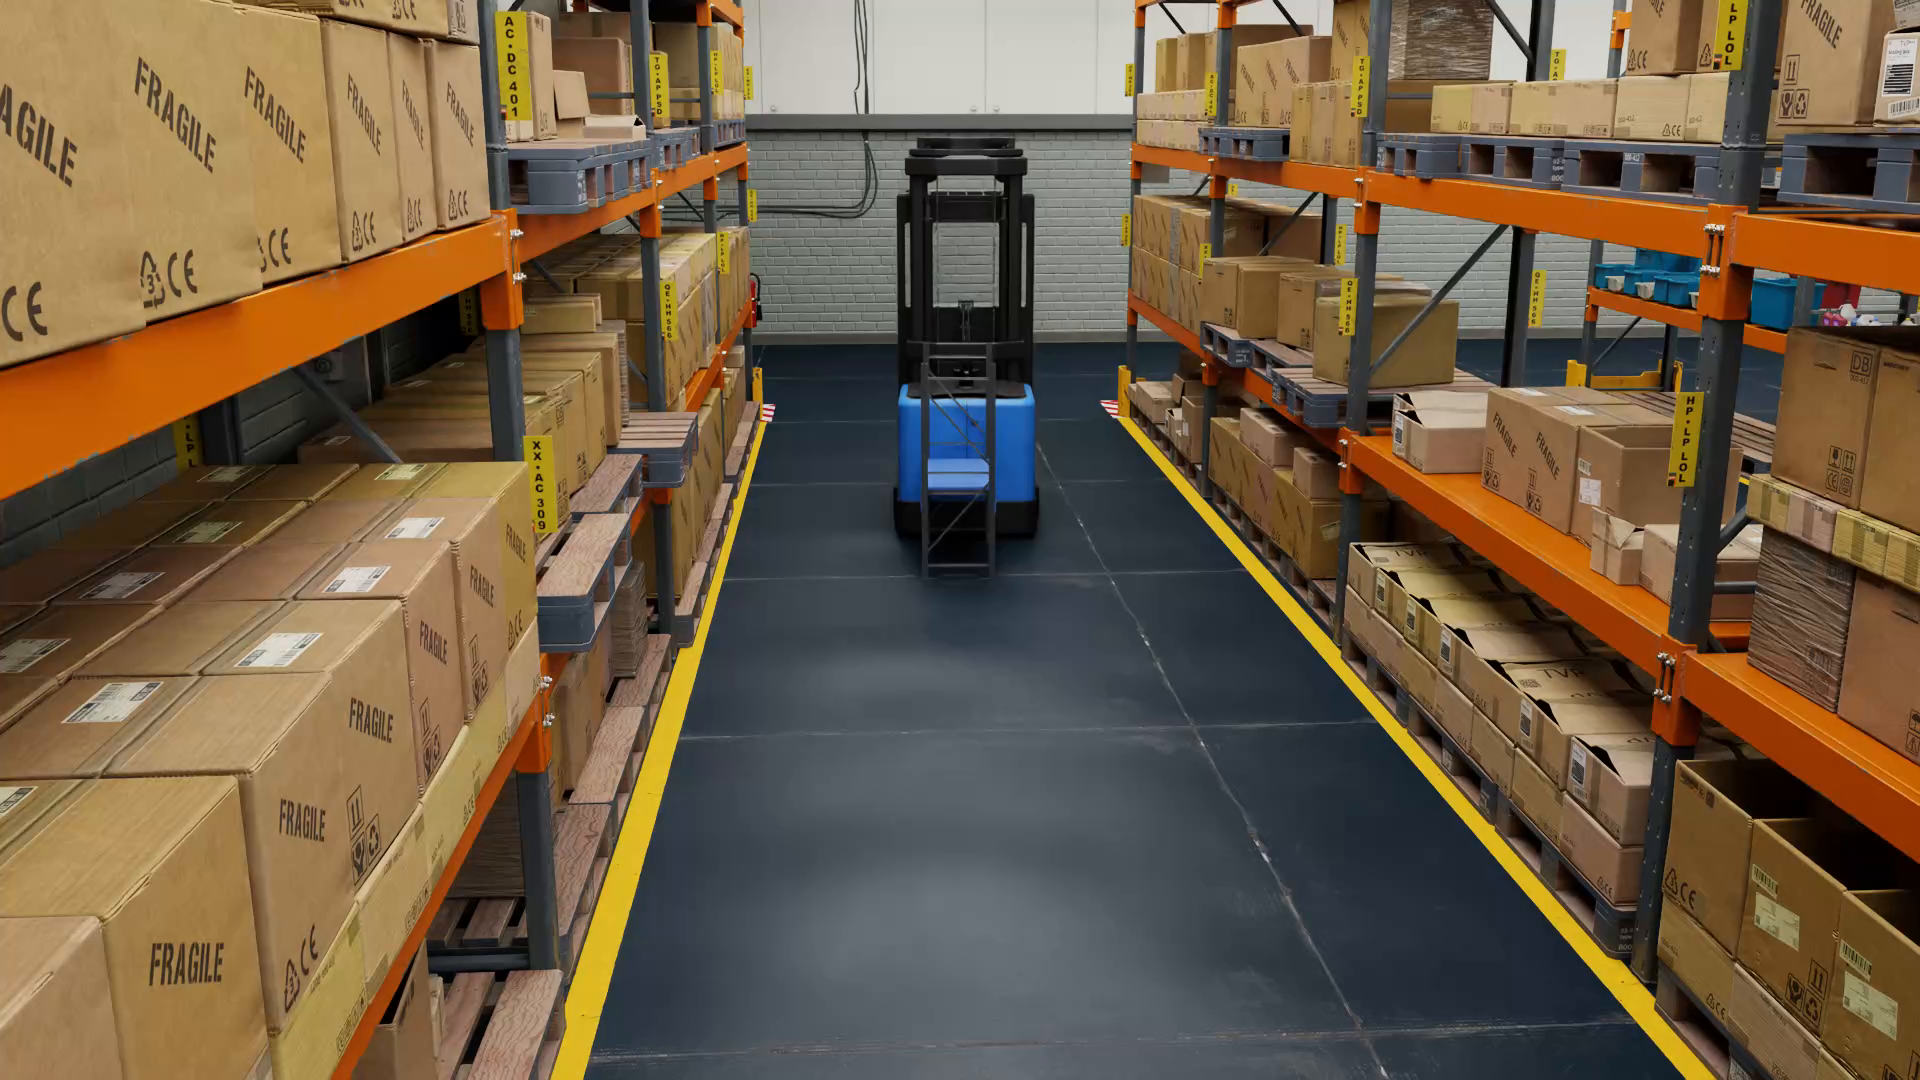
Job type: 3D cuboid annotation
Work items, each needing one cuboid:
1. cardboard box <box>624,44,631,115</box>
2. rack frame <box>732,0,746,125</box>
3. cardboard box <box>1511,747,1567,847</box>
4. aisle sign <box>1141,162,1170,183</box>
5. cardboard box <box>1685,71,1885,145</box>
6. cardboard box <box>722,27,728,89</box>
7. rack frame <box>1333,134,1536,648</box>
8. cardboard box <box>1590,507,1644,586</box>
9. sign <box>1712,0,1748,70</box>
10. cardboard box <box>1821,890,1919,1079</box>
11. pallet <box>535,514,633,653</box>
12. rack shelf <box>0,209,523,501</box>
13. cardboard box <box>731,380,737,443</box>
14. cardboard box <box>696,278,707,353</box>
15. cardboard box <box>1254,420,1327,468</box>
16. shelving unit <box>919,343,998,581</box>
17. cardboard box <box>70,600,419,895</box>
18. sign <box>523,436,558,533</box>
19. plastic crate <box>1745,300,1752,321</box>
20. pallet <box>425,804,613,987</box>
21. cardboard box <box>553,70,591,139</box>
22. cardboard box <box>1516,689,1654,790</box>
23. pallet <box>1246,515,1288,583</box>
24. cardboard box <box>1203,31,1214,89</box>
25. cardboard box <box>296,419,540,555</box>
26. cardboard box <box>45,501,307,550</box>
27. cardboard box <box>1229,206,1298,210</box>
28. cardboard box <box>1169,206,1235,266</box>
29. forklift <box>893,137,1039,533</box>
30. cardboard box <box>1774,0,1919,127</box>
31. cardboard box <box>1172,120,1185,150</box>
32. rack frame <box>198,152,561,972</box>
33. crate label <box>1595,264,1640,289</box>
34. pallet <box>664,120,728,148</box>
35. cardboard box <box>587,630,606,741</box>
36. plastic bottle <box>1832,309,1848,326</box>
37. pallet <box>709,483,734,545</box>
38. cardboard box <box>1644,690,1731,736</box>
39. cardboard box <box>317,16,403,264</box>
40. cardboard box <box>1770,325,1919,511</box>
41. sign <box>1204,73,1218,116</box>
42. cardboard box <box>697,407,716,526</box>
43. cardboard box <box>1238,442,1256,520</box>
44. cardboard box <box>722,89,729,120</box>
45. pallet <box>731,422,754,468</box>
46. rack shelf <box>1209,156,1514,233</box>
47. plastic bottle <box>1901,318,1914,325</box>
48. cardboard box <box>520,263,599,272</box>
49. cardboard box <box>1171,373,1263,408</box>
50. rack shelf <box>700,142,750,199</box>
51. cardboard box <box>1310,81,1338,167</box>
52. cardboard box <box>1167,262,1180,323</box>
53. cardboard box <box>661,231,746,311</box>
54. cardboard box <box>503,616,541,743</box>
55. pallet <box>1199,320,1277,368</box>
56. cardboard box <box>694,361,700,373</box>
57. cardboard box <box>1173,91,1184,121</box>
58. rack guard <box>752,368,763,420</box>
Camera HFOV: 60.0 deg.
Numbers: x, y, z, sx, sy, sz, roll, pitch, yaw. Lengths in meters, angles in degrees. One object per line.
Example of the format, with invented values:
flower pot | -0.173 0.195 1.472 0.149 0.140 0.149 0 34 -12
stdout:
cardboard box | -2.347 -2.712 9.944 0.700 0.500 0.500 -2 15 -7
rack frame | -2.670 -5.642 16.396 1.000 3.000 0.127 -1 14 -3
cardboard box | 2.673 1.074 7.008 0.500 0.250 0.500 -1 14 -4
aisle sign | 1.977 -4.086 17.169 0.394 0.787 0.004 -1 14 -3
cardboard box | 2.989 -1.567 6.034 0.500 0.250 0.500 1 14 2
cardboard box | -2.224 -4.046 13.966 0.500 0.500 0.500 -1 14 -5
rack frame | 2.770 -0.825 9.712 1.000 3.000 0.127 -1 14 -3
cardboard box | 2.780 0.019 6.701 0.396 0.266 0.258 -1 14 -5
sign | 2.477 -1.675 5.326 0.100 0.325 0.005 -1 14 -3
cardboard box | 2.796 1.304 4.609 0.500 0.500 0.500 -1 14 -3
pallet | -1.828 0.148 6.316 1.003 0.211 1.213 -1 14 -3
rack shelf | -1.802 -0.359 3.327 1.077 0.370 4.000 -1 14 -3
cardboard box | -2.423 -1.175 15.248 0.700 0.500 0.500 -1 14 -2
cardboard box | -2.078 -1.582 11.816 0.500 0.500 0.500 -1 14 -3
cardboard box | 2.402 -0.688 11.808 0.500 0.250 0.500 -1 14 -4
shelving unit | -0.014 -0.577 11.761 0.538 1.500 1.048 0 14 0
cardboard box | -1.498 0.439 3.557 0.500 0.500 0.500 0 14 -2
sign | -1.385 -0.182 5.477 0.100 0.325 0.005 -1 14 -3
plastic crate | 7.129 -2.065 14.964 0.437 0.125 0.590 -1 14 -3
pallet | -1.976 1.404 6.644 1.003 0.211 1.213 -1 14 -3
cardboard box | -2.186 -1.936 7.763 0.797 0.503 0.637 1 14 4
cardboard box | 2.668 0.801 6.943 0.500 0.311 0.500 0 14 -2
pallet | 2.689 0.037 11.960 1.003 0.211 1.213 -1 14 -3
cardboard box | 2.527 -4.176 14.510 0.700 0.500 0.500 -1 14 -3
cardboard box | -1.924 -0.141 5.971 0.700 0.500 0.500 -1 14 -3
cardboard box | -2.077 0.196 4.500 0.500 0.500 0.500 -1 14 -4
cardboard box | 2.710 -2.730 14.909 0.500 0.500 0.500 -1 14 -5
cardboard box | 2.167 -2.727 14.897 0.500 0.500 0.500 -1 14 -3
forklift | 0.043 -1.779 13.558 1.130 2.935 3.031 0 14 0
cardboard box | 2.786 -1.473 4.887 0.500 0.500 0.500 0 14 1
cardboard box | 2.167 -3.565 14.644 0.500 0.250 0.500 -1 14 -3
rack frame | -1.926 0.248 5.545 1.000 3.000 0.127 -1 14 -3
crate label | 6.905 -2.771 17.493 0.416 0.233 0.303 -1 14 -3
pallet | -2.462 -3.355 13.706 1.003 0.211 1.213 -1 14 -3
cardboard box | -2.103 0.682 7.991 0.700 0.500 0.500 -1 14 -4
plastic bottle | 7.071 -1.708 13.377 0.061 0.283 0.133 -1 14 -3
pallet | -2.299 -0.201 12.883 1.003 0.211 1.213 -1 14 -3
cardboard box | 3.215 0.796 6.964 0.500 0.311 0.500 -1 14 -4
cardboard box | -1.557 -0.878 3.660 0.500 0.500 0.500 -1 15 -6
cardboard box | 3.051 -0.396 5.243 0.700 0.500 0.500 -1 14 -3
sign | 1.981 -3.512 13.100 0.100 0.325 0.005 -1 14 -3
cardboard box | -2.194 -0.524 12.013 0.750 0.750 0.750 0 14 -2
cardboard box | 2.376 -0.441 12.354 0.500 0.500 0.500 -1 14 -3
cardboard box | -2.219 -3.677 14.035 0.500 0.250 0.500 -1 14 -5
pallet | -2.470 -0.886 15.547 1.003 0.211 1.213 -1 14 -3
rack shelf | 2.646 -2.426 11.361 1.077 0.370 4.000 -1 14 -3
plastic bottle | 7.690 -1.699 13.509 0.097 0.201 0.097 0 14 0
cardboard box | -2.490 -1.550 10.189 0.500 0.250 0.500 -1 14 -5
cardboard box | 2.401 -1.291 15.650 0.797 0.503 0.637 -1 14 -3
rack shelf | -2.546 -3.344 14.926 1.077 0.370 4.000 -1 14 -3
cardboard box | 2.678 -2.561 10.238 0.910 0.500 0.500 -1 14 -3
cardboard box | 2.168 -2.244 15.028 0.500 0.500 0.500 -1 14 -2
cardboard box | -2.572 -2.575 15.911 0.980 0.700 0.700 -1 14 -4
cardboard box | -1.594 0.424 5.121 0.500 0.250 0.500 -1 14 -3
pallet | 2.463 -1.526 12.823 1.003 0.211 1.213 -1 14 -3
cardboard box | -2.084 -1.296 12.009 0.380 0.149 0.250 -1 14 -3
cardboard box | 2.165 -3.807 14.581 0.500 0.250 0.500 -1 14 -3
rack guard | -2.671 -1.532 17.478 1.175 0.500 0.348 -1 14 -3
